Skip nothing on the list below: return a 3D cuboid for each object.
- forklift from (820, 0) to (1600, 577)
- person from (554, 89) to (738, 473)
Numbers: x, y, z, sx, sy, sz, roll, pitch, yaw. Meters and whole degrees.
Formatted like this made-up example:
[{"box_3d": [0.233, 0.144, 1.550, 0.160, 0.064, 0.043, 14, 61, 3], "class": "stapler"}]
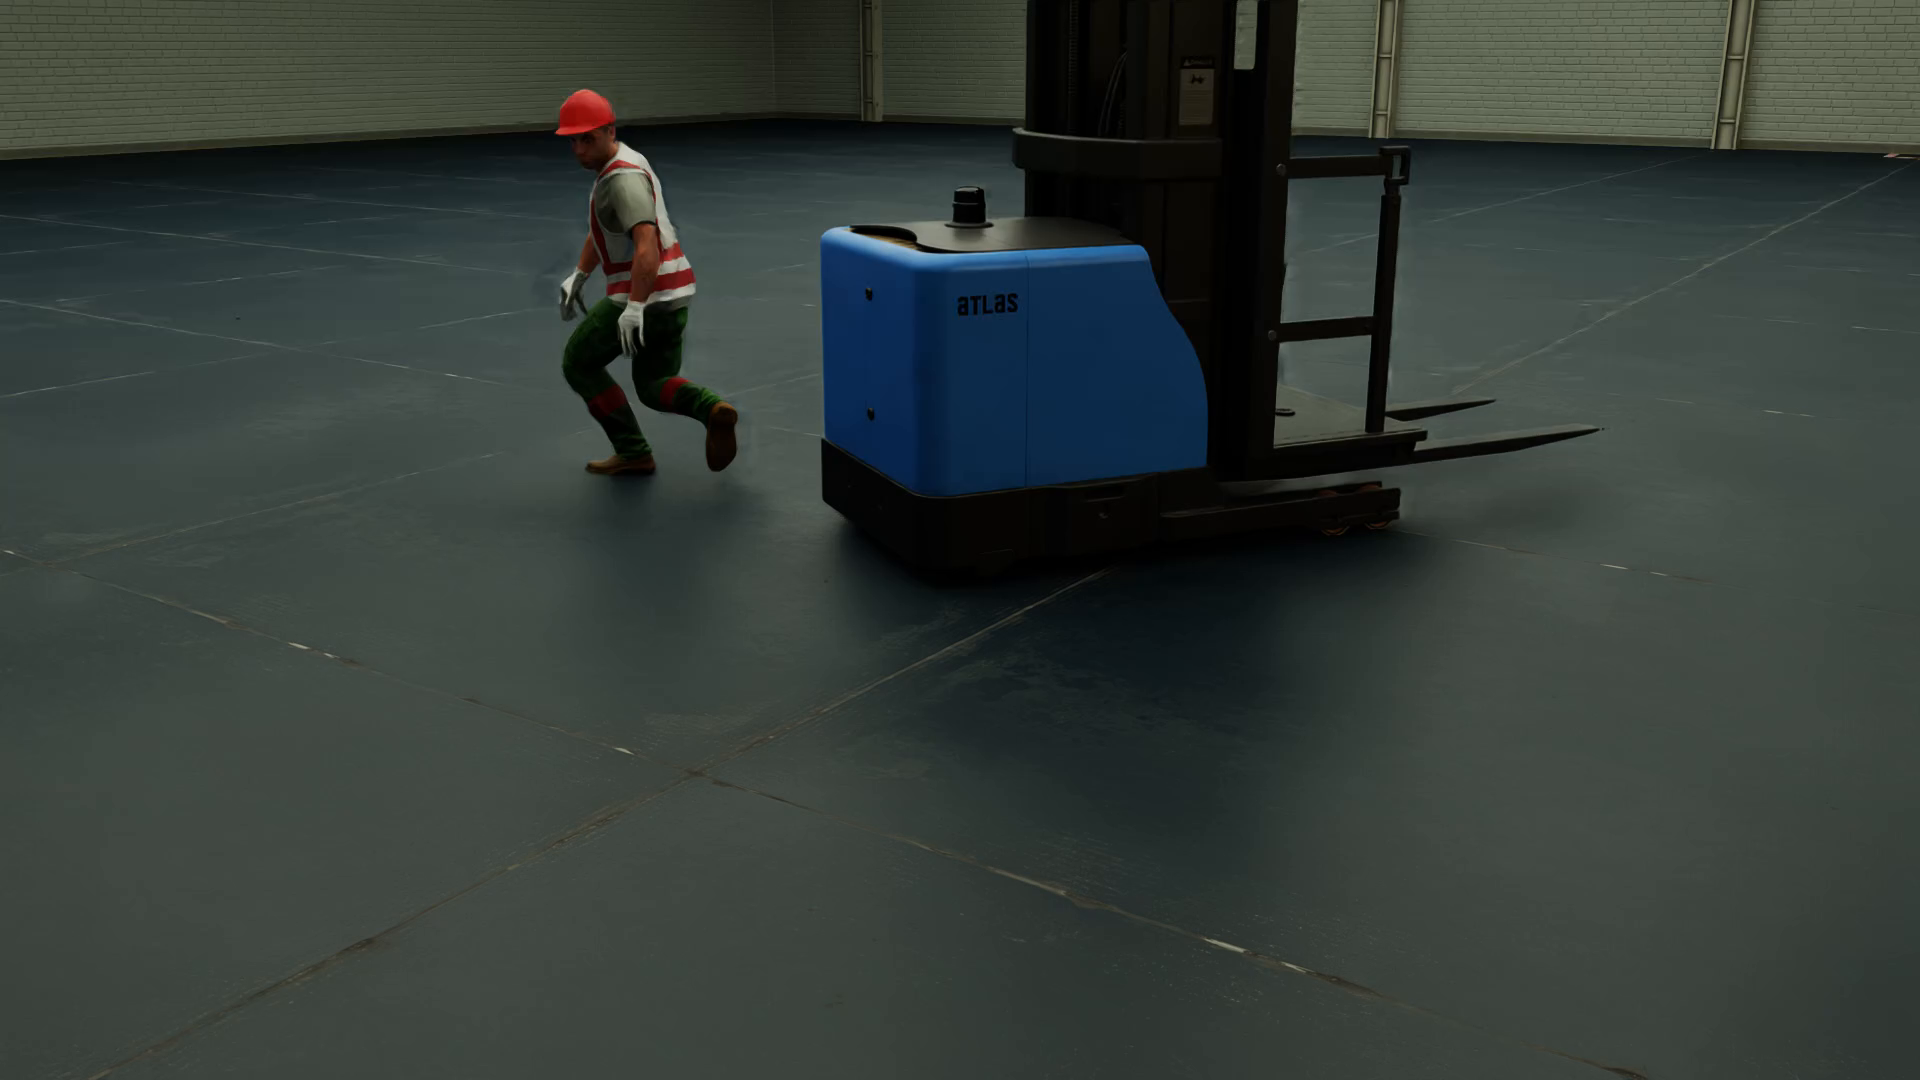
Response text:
[{"box_3d": [1.049, -1.546, 6.003, 3.031, 2.935, 1.130, -7, 18, -23], "class": "forklift"}, {"box_3d": [-1.301, -0.993, 6.630, 0.843, 1.553, 0.662, 5, 17, 17], "class": "person"}]
